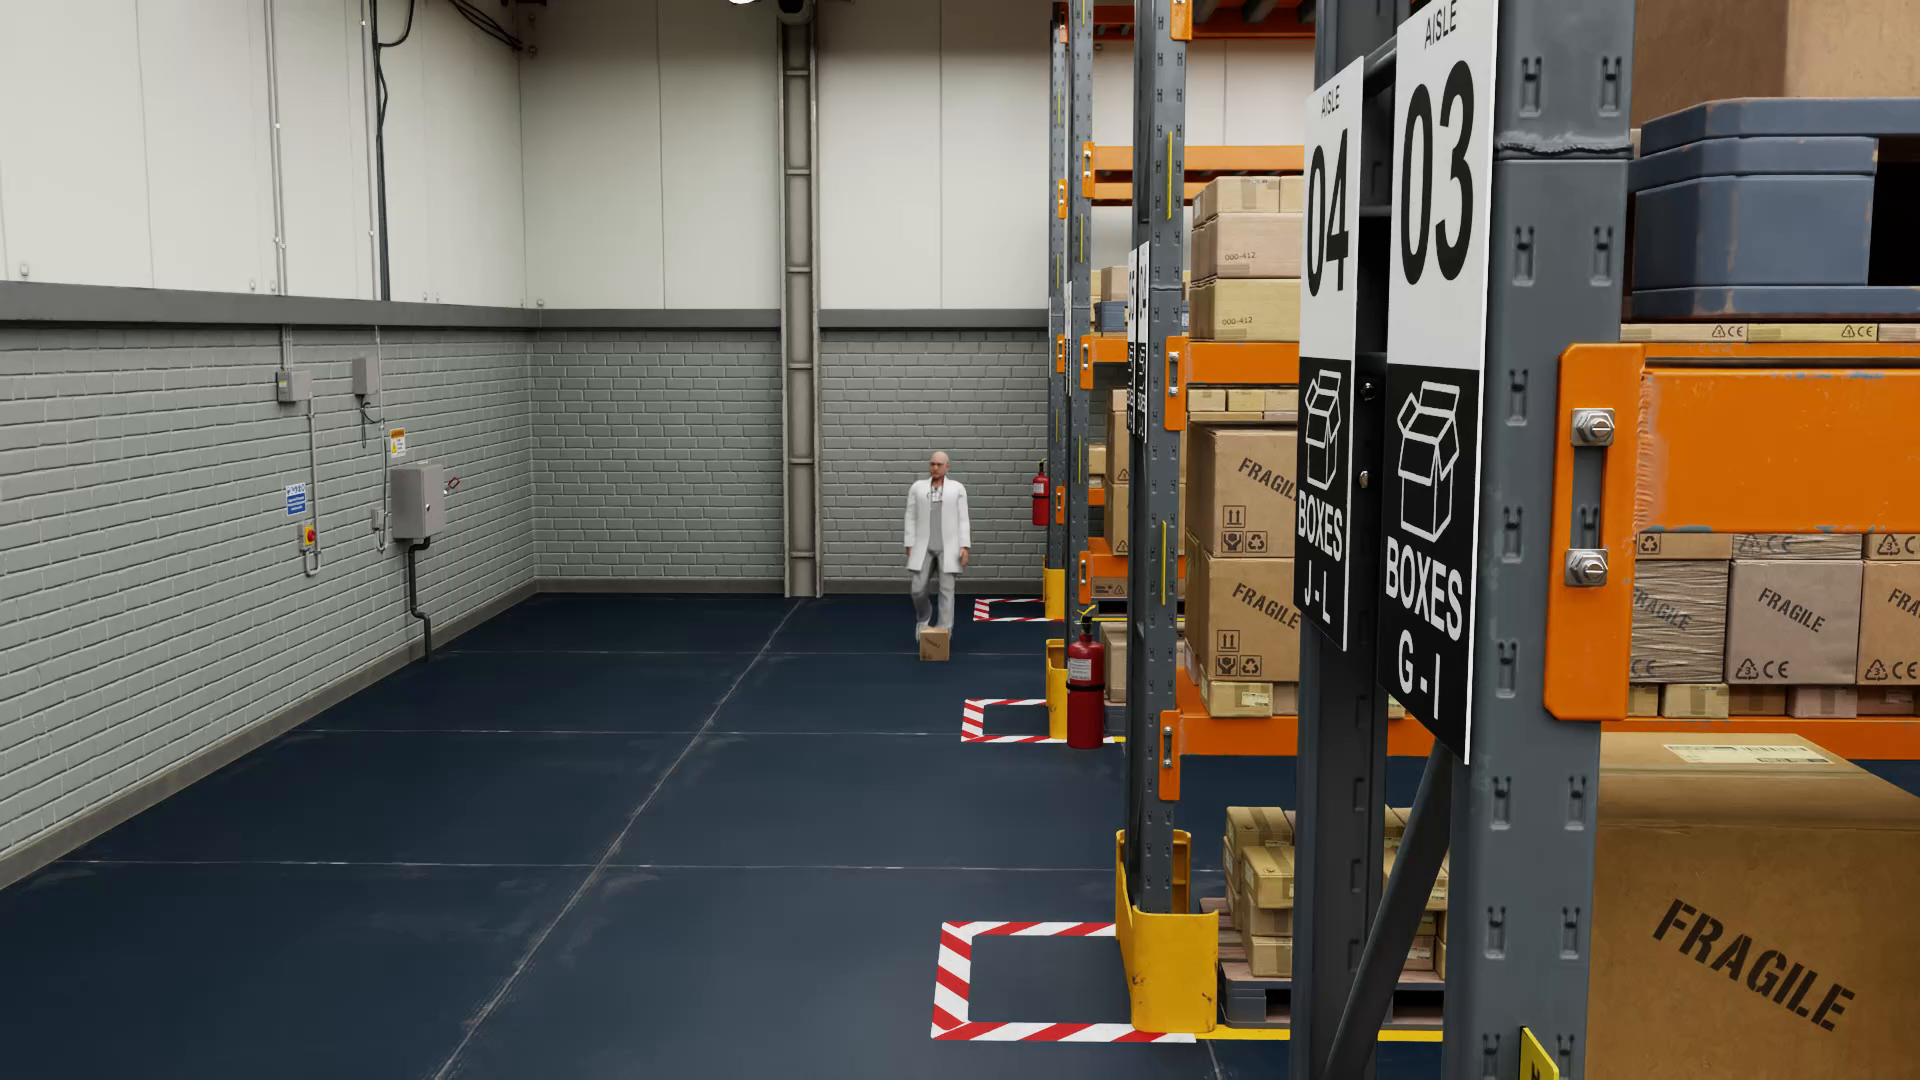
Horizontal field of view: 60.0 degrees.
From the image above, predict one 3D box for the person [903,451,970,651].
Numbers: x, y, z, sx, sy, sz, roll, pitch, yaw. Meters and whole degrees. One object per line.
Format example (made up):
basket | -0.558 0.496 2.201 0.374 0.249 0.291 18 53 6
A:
person | -0.212 0.086 15.019 0.611 1.763 0.740 0 7 1
